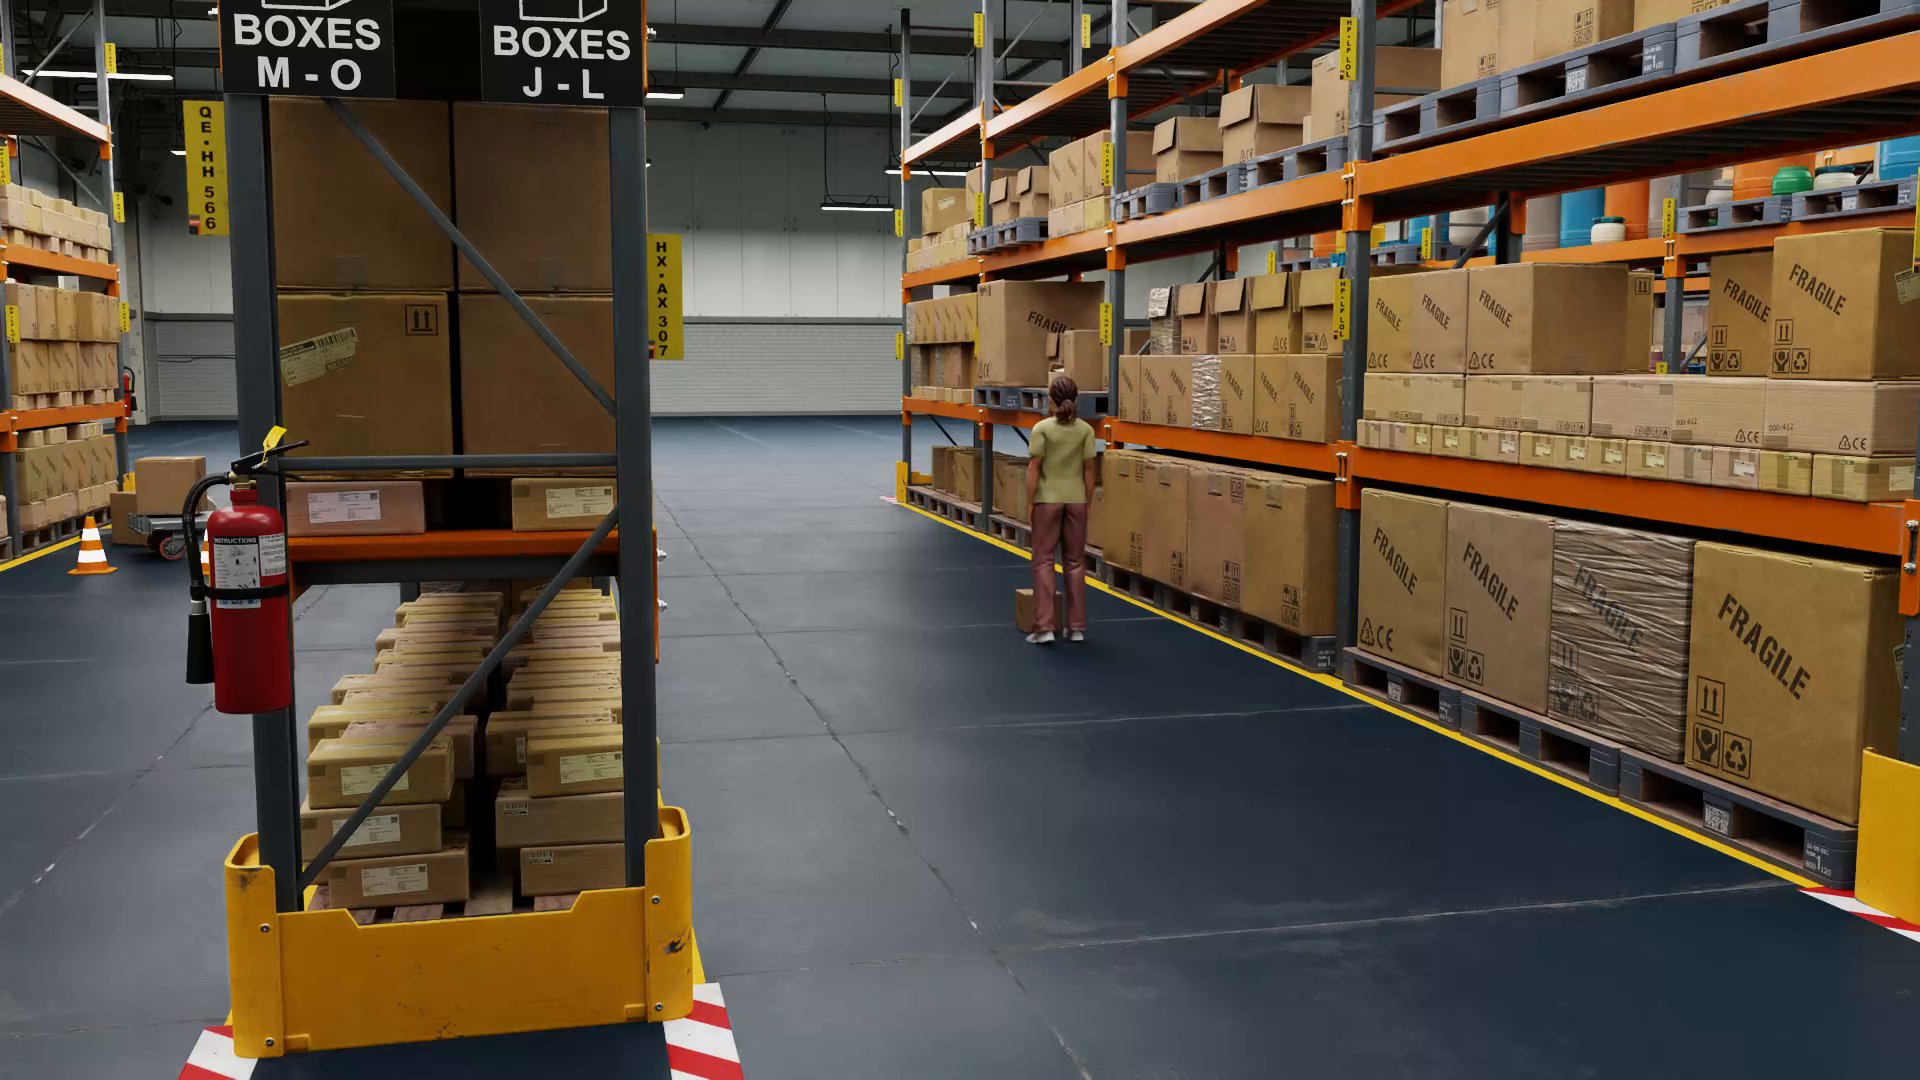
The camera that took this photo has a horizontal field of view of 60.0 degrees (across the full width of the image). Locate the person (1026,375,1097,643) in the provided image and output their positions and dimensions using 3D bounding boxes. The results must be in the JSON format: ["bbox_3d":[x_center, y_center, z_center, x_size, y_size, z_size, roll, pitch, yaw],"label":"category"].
[{"bbox_3d":[0.624,-0.174,10.439,0.451,1.712,0.386,-1,6,-12],"label":"person"}]
